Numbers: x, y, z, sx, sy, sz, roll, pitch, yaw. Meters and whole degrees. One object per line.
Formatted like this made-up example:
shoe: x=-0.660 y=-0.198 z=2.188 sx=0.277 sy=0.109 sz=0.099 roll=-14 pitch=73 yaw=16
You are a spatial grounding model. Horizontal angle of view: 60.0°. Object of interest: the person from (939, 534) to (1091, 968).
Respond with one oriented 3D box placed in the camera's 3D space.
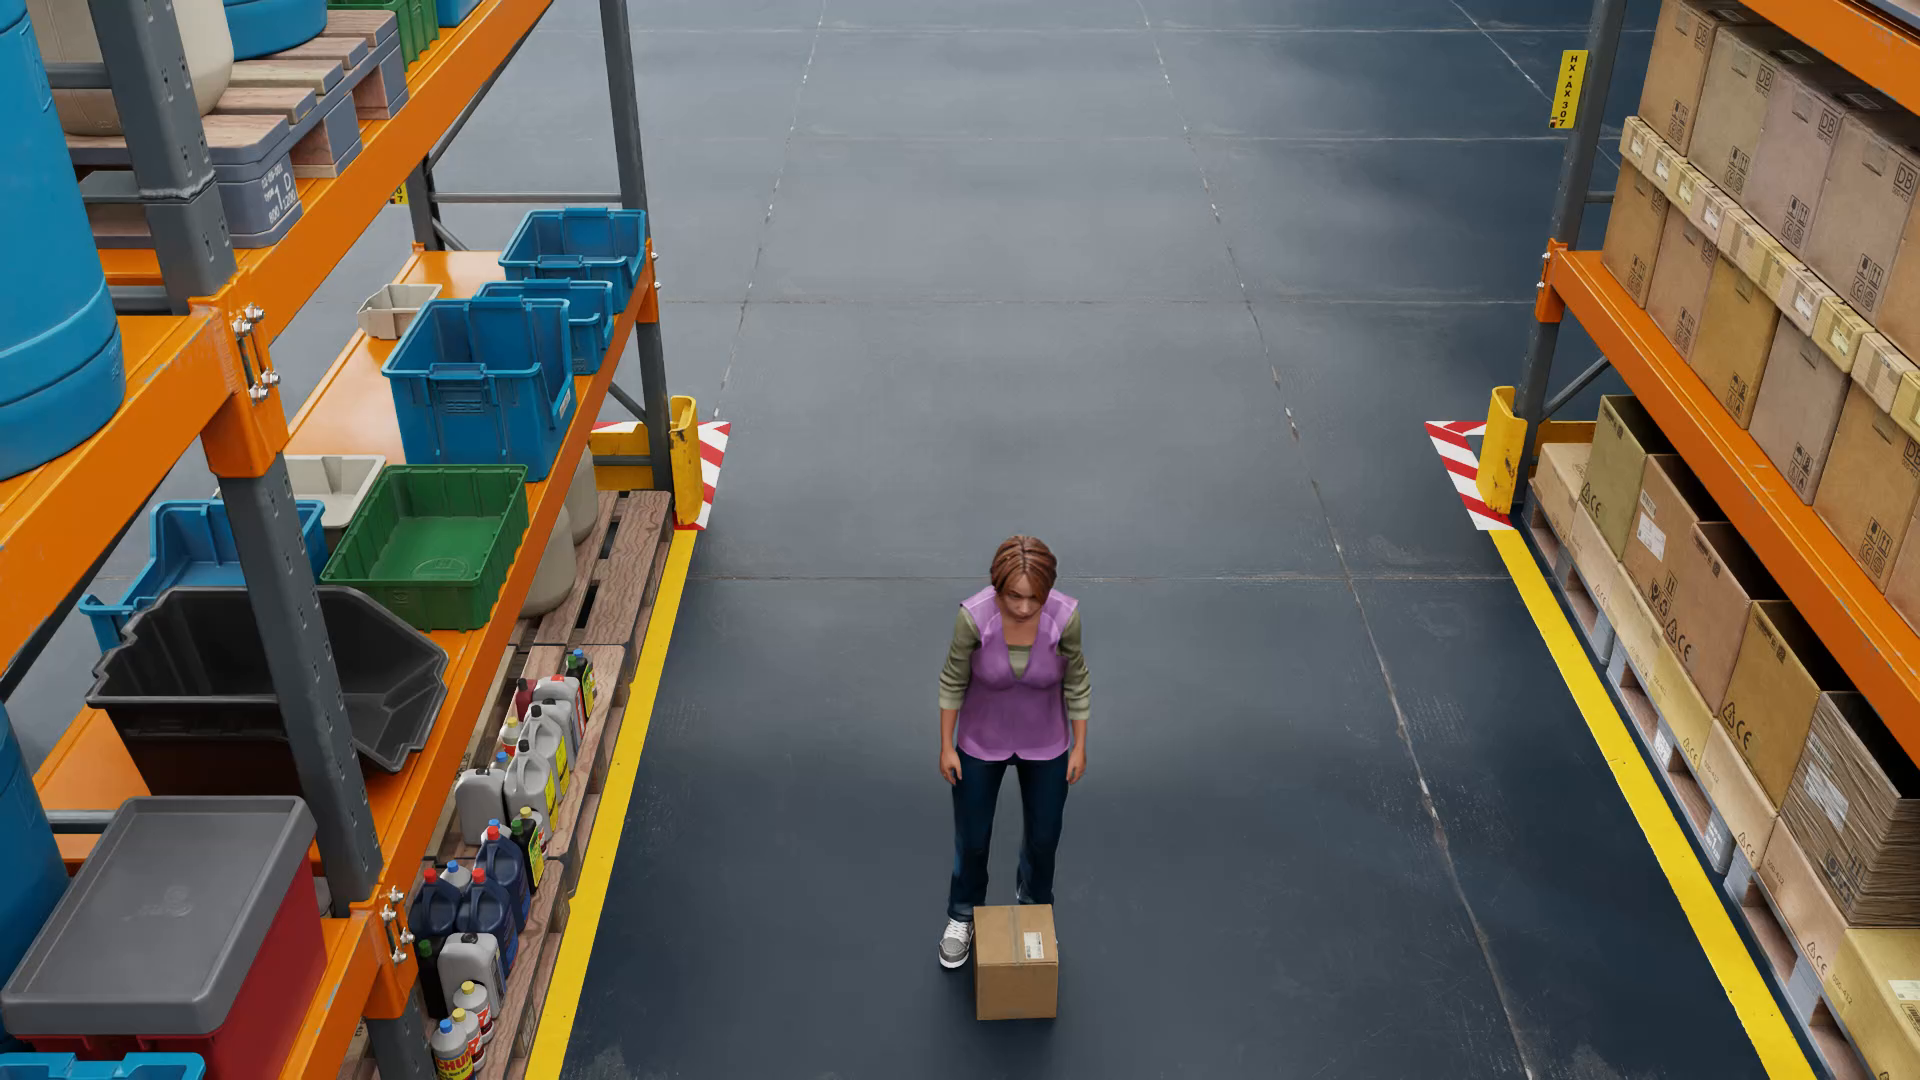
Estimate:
person: x=0.163 y=0.644 z=5.113 sx=0.468 sy=1.593 sz=0.350 roll=0 pitch=32 yaw=-1
